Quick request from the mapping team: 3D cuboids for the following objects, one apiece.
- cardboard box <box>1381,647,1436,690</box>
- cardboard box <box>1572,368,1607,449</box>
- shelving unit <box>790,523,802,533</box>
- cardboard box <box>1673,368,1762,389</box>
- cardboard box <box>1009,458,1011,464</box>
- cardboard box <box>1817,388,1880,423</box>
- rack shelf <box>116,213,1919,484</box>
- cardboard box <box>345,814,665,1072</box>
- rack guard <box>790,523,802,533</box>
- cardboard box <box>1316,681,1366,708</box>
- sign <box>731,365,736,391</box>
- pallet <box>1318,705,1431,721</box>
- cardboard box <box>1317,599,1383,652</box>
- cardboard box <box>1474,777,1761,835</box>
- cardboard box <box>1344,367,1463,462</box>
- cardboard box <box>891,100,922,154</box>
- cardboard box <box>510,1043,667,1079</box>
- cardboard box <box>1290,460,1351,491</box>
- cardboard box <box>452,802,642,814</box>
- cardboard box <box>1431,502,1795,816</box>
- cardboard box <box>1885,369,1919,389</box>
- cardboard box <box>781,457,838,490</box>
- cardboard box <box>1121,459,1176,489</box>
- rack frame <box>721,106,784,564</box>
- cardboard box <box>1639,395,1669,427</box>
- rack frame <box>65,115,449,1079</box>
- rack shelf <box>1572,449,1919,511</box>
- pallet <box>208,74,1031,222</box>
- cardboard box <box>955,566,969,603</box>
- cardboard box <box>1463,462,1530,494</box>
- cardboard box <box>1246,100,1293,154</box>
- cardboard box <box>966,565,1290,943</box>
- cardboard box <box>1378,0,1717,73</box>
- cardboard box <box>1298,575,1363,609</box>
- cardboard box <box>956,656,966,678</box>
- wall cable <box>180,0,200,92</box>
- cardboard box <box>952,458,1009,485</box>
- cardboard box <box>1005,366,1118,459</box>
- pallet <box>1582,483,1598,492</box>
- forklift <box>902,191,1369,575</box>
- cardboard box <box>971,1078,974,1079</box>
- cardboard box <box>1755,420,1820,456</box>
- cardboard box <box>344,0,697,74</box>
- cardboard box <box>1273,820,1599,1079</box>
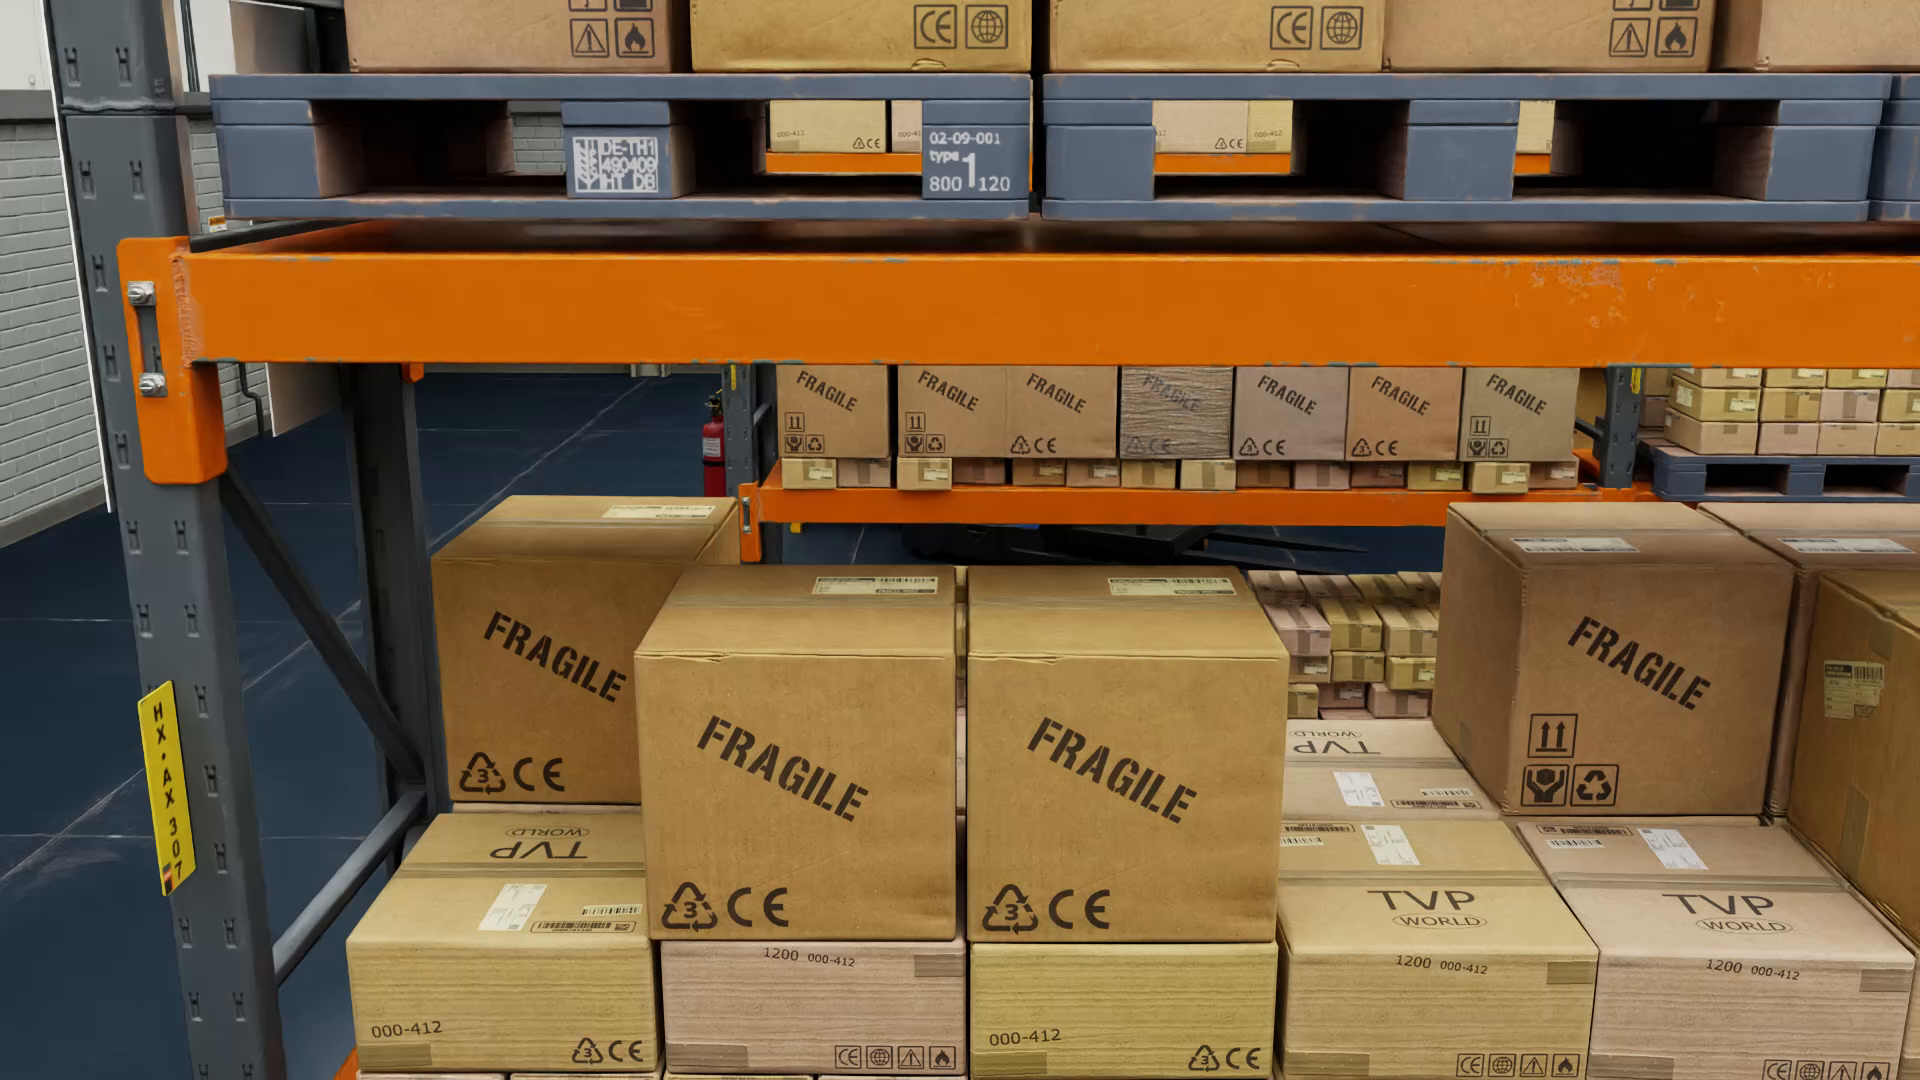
[{"bbox_3d":[2.135,0.584,7.929,0.250,0.149,0.380,0,15,-1],"label":"cardboard box"},{"bbox_3d":[4.547,-0.982,13.024,0.875,0.875,0.875,1,15,3],"label":"cardboard box"},{"bbox_3d":[-0.666,-0.838,12.076,1.083,1.500,0.587,2,15,6],"label":"shelving unit"},{"bbox_3d":[3.379,-0.780,7.420,0.250,0.149,0.380,1,15,4],"label":"cardboard box"},{"bbox_3d":[0.348,-0.491,8.315,0.250,0.149,0.380,0,15,-1],"label":"cardboard box"},{"bbox_3d":[3.896,-0.634,7.448,0.250,0.149,0.380,1,15,3],"label":"cardboard box"},{"bbox_3d":[0.770,-0.382,2.939,4.000,0.370,1.077,0,15,1],"label":"rack shelf"},{"bbox_3d":[-0.757,0.708,2.987,0.500,0.250,0.500,0,15,0],"label":"cardboard box"},{"bbox_3d":[-1.161,-0.247,12.286,0.087,0.250,0.587,2,15,6],"label":"rack guard"},{"bbox_3d":[1.812,0.688,8.118,0.250,0.149,0.380,0,15,0],"label":"cardboard box"},{"bbox_3d":[-1.016,-0.837,7.436,0.005,0.325,0.100,0,15,1],"label":"sign"},{"bbox_3d":[2.325,0.822,8.310,1.213,0.211,1.003,0,15,1],"label":"pallet"},{"bbox_3d":[1.872,0.408,8.012,0.250,0.149,0.380,1,15,3],"label":"cardboard box"},{"bbox_3d":[1.291,0.586,3.451,0.500,0.250,0.500,1,15,3],"label":"cardboard box"},{"bbox_3d":[1.987,-0.658,7.674,0.500,0.500,0.500,0,15,0],"label":"cardboard box"},{"bbox_3d":[-0.033,-1.862,7.432,0.500,0.250,0.500,1,15,3],"label":"cardboard box"},{"bbox_3d":[-0.627,0.917,2.978,0.250,0.149,0.380,0,15,1],"label":"cardboard box"},{"bbox_3d":[1.650,-0.345,7.758,0.250,0.149,0.380,0,15,-1],"label":"cardboard box"},{"bbox_3d":[-0.738,0.571,3.505,0.500,0.250,0.500,0,15,1],"label":"cardboard box"},{"bbox_3d":[1.284,0.224,3.353,0.500,0.500,0.500,0,15,0],"label":"cardboard box"},{"bbox_3d":[4.163,-0.775,7.402,0.250,0.149,0.380,0,15,1],"label":"cardboard box"},{"bbox_3d":[-0.686,-0.350,7.778,0.250,0.149,0.380,0,15,1],"label":"cardboard box"},{"bbox_3d":[0.874,-0.353,7.789,0.250,0.149,0.380,1,15,3],"label":"cardboard box"},{"bbox_3d":[-1.002,-0.557,8.071,0.127,3.000,1.000,0,15,1],"label":"rack frame"},{"bbox_3d":[3.399,-0.660,8.132,0.250,0.149,0.380,0,15,0],"label":"cardboard box"},{"bbox_3d":[-1.230,0.707,3.279,0.127,3.000,1.000,0,15,1],"label":"rack frame"},{"bbox_3d":[4.996,-0.170,8.014,4.000,0.370,1.077,0,15,1],"label":"rack shelf"},{"bbox_3d":[-0.488,-0.698,2.899,1.213,0.211,1.003,0,15,1],"label":"pallet"},{"bbox_3d":[0.046,0.255,8.592,0.250,0.149,0.380,0,15,0],"label":"cardboard box"},{"bbox_3d":[2.445,-0.325,7.686,0.250,0.149,0.380,0,15,0],"label":"cardboard box"},{"bbox_3d":[1.493,-1.852,7.395,0.500,0.250,0.500,0,15,1],"label":"cardboard box"},{"bbox_3d":[0.261,0.351,2.872,0.500,0.500,0.500,0,15,0],"label":"cardboard box"},{"bbox_3d":[0.929,-1.051,2.847,0.500,0.500,0.700,1,15,4],"label":"cardboard box"},{"bbox_3d":[1.869,0.300,8.422,0.250,0.149,0.380,0,15,0],"label":"cardboard box"},{"bbox_3d":[0.035,0.539,8.100,0.250,0.149,0.380,1,15,2],"label":"cardboard box"},{"bbox_3d":[-6.539,-5.606,15.375,0.133,3.039,2.988,0,15,1],"label":"wall cable"},{"bbox_3d":[0.099,-0.376,7.879,0.250,0.149,0.380,1,15,4],"label":"cardboard box"},{"bbox_3d":[0.465,-0.672,7.729,0.500,0.500,0.500,1,15,2],"label":"cardboard box"},{"bbox_3d":[5.018,-0.453,13.141,1.213,0.211,1.003,0,15,1],"label":"pallet"},{"bbox_3d":[1.148,-1.246,10.817,3.031,2.935,1.130,8,17,27],"label":"forklift"},{"bbox_3d":[0.144,0.921,2.960,0.250,0.149,0.380,0,15,0],"label":"cardboard box"},{"bbox_3d":[3.656,-0.492,7.495,0.250,0.149,0.380,1,15,2],"label":"cardboard box"},{"bbox_3d":[-0.708,-1.053,2.856,0.500,0.500,0.700,-1,15,-2],"label":"cardboard box"},{"bbox_3d":[0.787,0.716,2.957,0.500,0.250,0.500,0,15,0],"label":"cardboard box"}]
